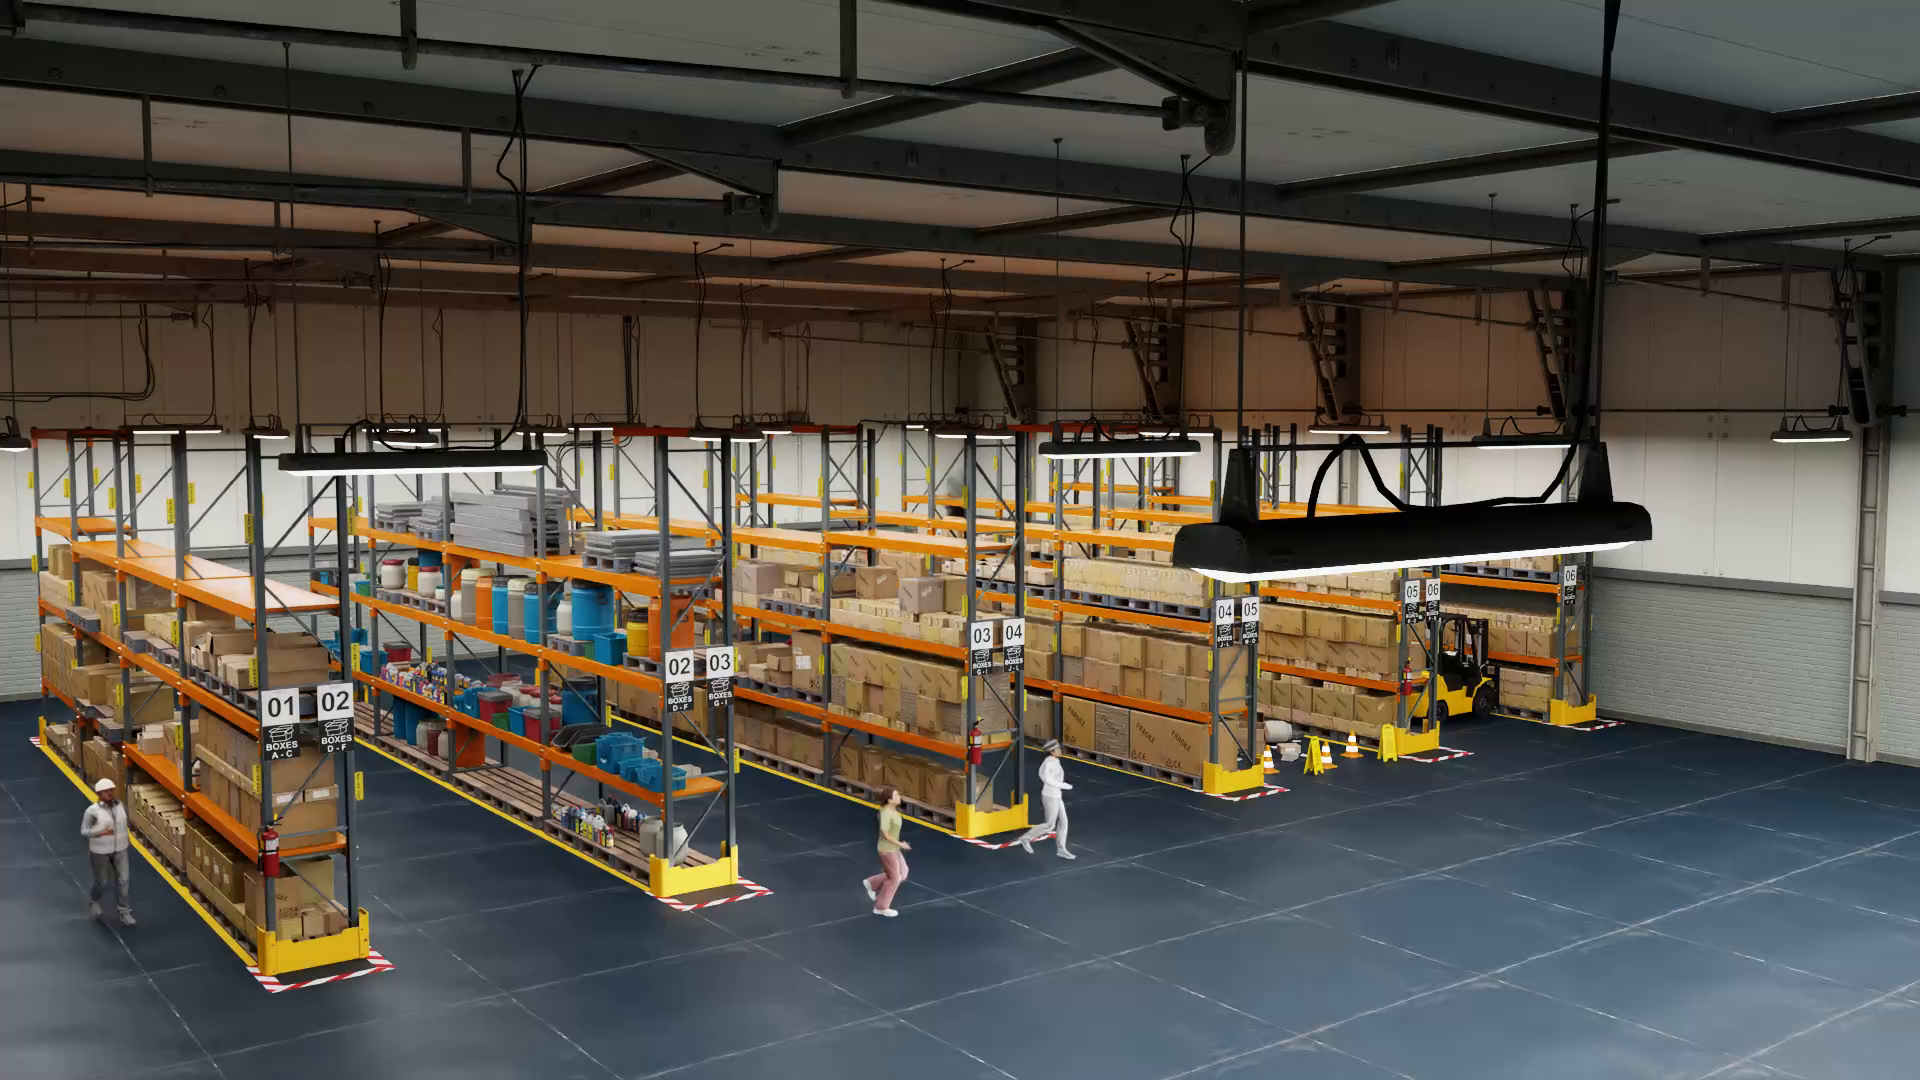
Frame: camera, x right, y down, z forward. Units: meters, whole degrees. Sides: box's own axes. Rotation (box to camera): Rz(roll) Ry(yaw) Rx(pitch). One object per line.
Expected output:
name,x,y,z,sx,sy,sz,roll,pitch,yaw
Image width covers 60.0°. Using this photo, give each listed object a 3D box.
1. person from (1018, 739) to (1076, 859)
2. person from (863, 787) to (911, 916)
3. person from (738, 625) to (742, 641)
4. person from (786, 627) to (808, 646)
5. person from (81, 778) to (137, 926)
person,1.245,3.654,23.532,0.810,1.700,0.628,0,4,6
person,-0.915,3.889,20.846,0.613,1.632,0.597,0,4,3
person,-5.292,2.456,38.036,0.656,1.775,0.844,-2,5,-29
person,-3.335,2.694,35.499,0.637,1.794,0.798,-3,6,-37
person,-10.447,3.808,20.427,0.906,1.767,0.661,4,6,39
